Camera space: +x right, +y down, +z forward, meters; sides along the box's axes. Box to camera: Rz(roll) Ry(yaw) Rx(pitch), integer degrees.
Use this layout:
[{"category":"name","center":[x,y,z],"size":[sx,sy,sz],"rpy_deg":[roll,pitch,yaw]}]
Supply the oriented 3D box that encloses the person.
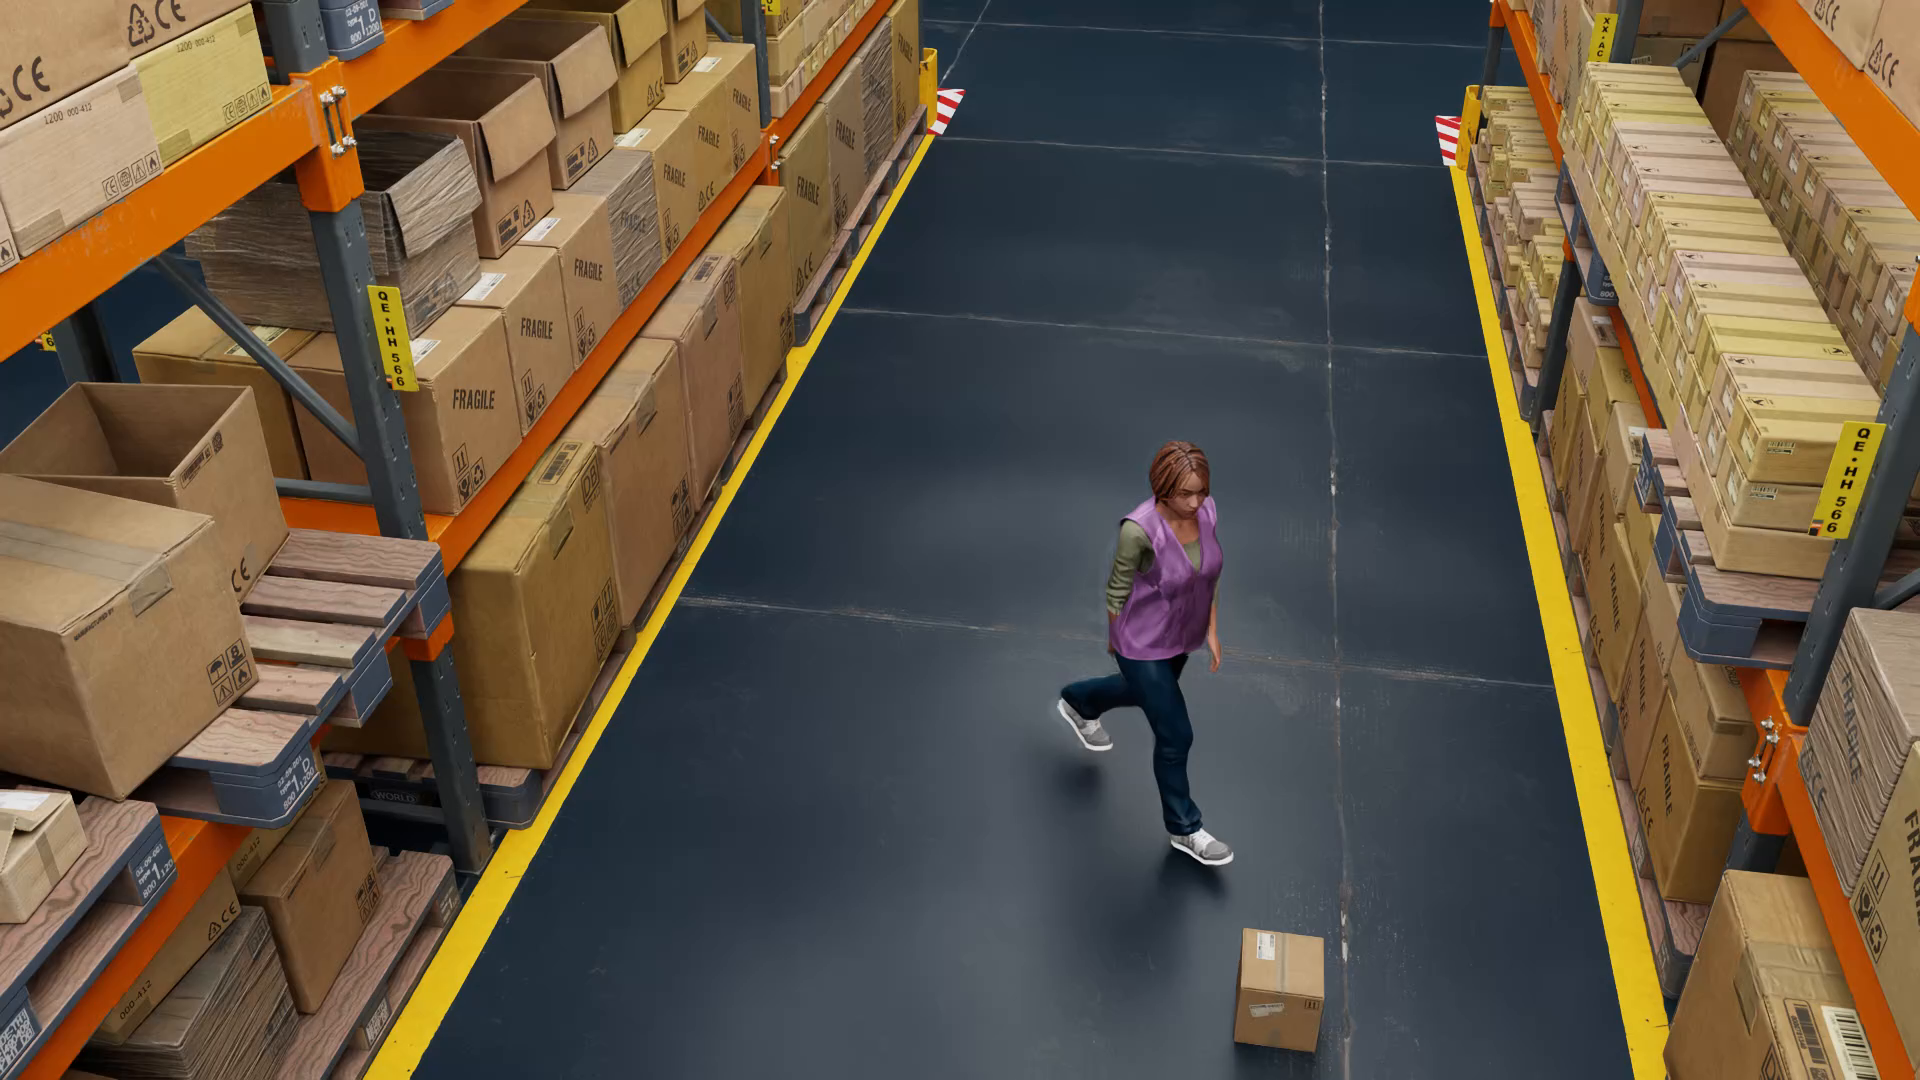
[{"category":"person","center":[0.655,0.308,5.666],"size":[0.383,1.557,0.928],"rpy_deg":[-26,41,-34]}]
